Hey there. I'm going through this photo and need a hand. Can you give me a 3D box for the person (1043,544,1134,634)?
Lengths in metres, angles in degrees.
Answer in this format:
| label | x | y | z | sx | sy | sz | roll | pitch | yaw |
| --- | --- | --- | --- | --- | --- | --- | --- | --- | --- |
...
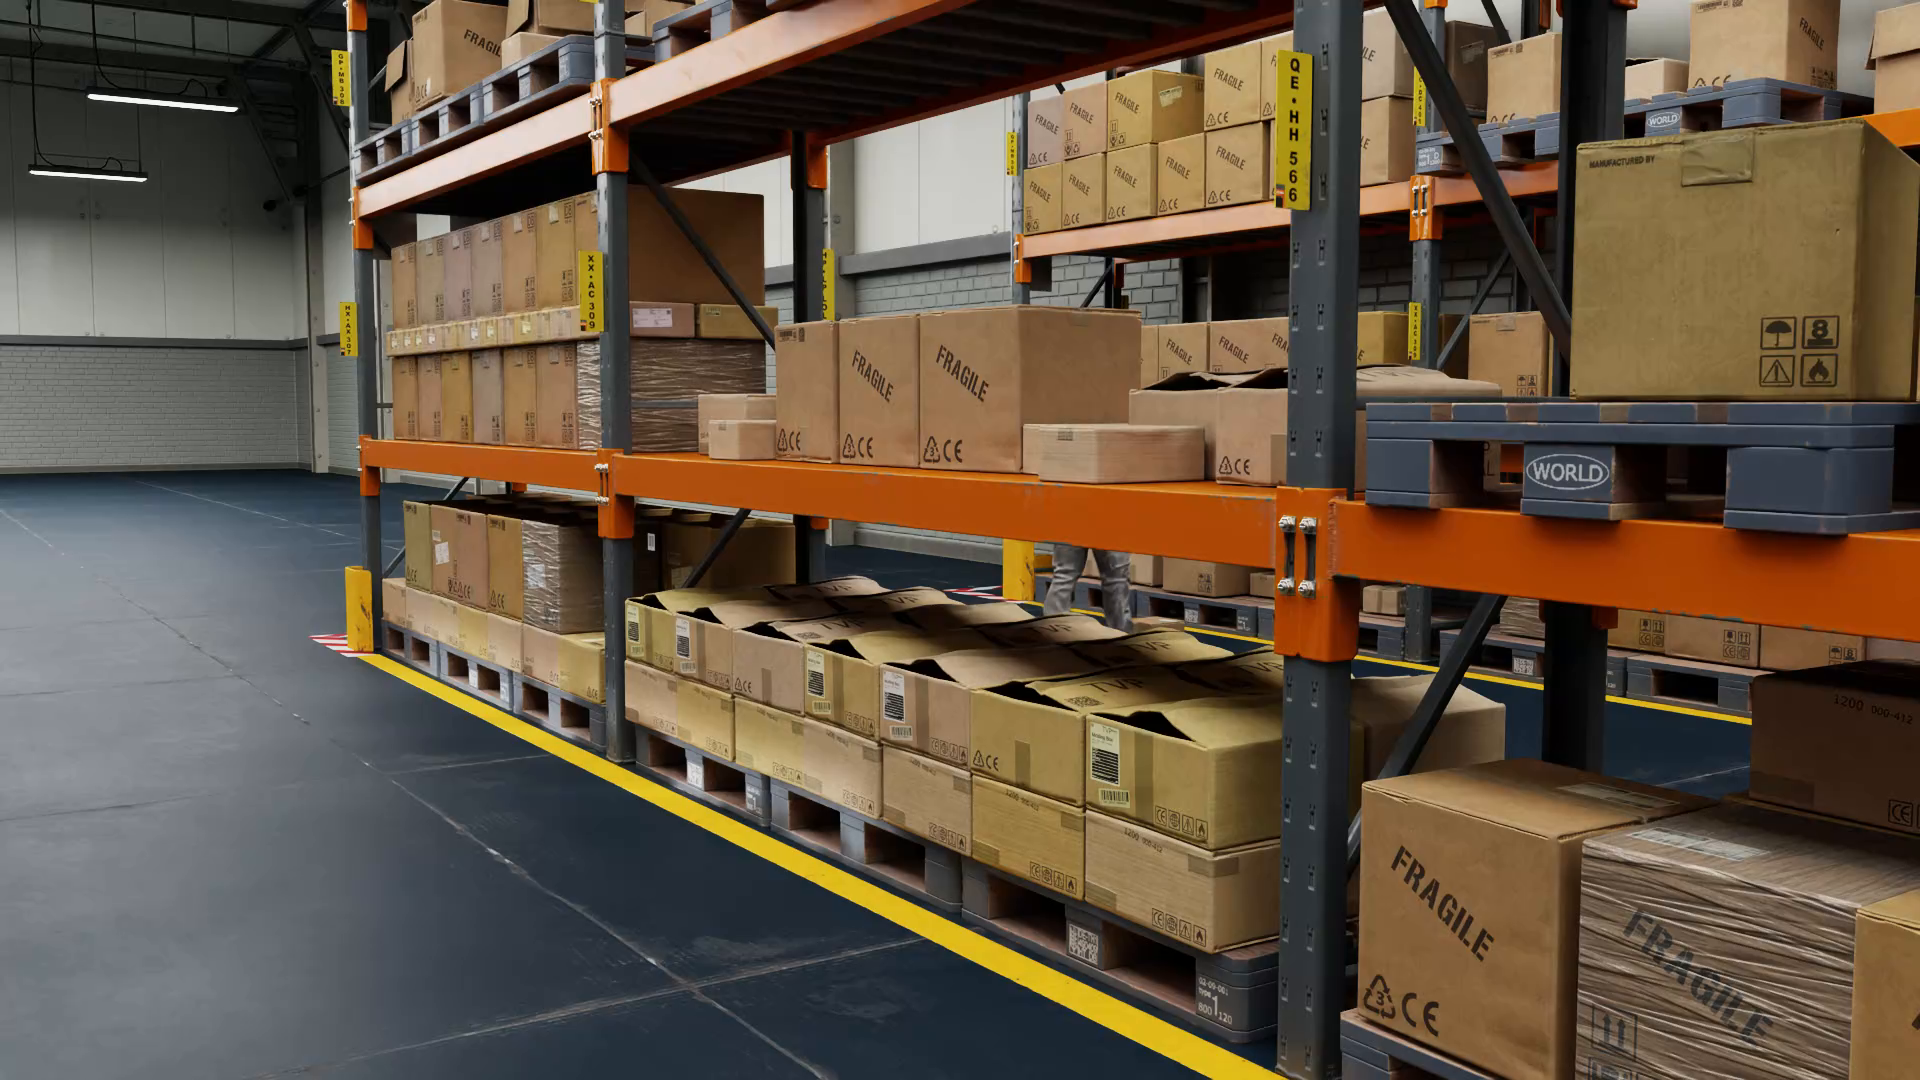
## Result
| label | x | y | z | sx | sy | sz | roll | pitch | yaw |
| --- | --- | --- | --- | --- | --- | --- | --- | --- | --- |
| person | 0.799 | -0.154 | 9.500 | 0.712 | 1.778 | 0.592 | -4 | 6 | -41 |
